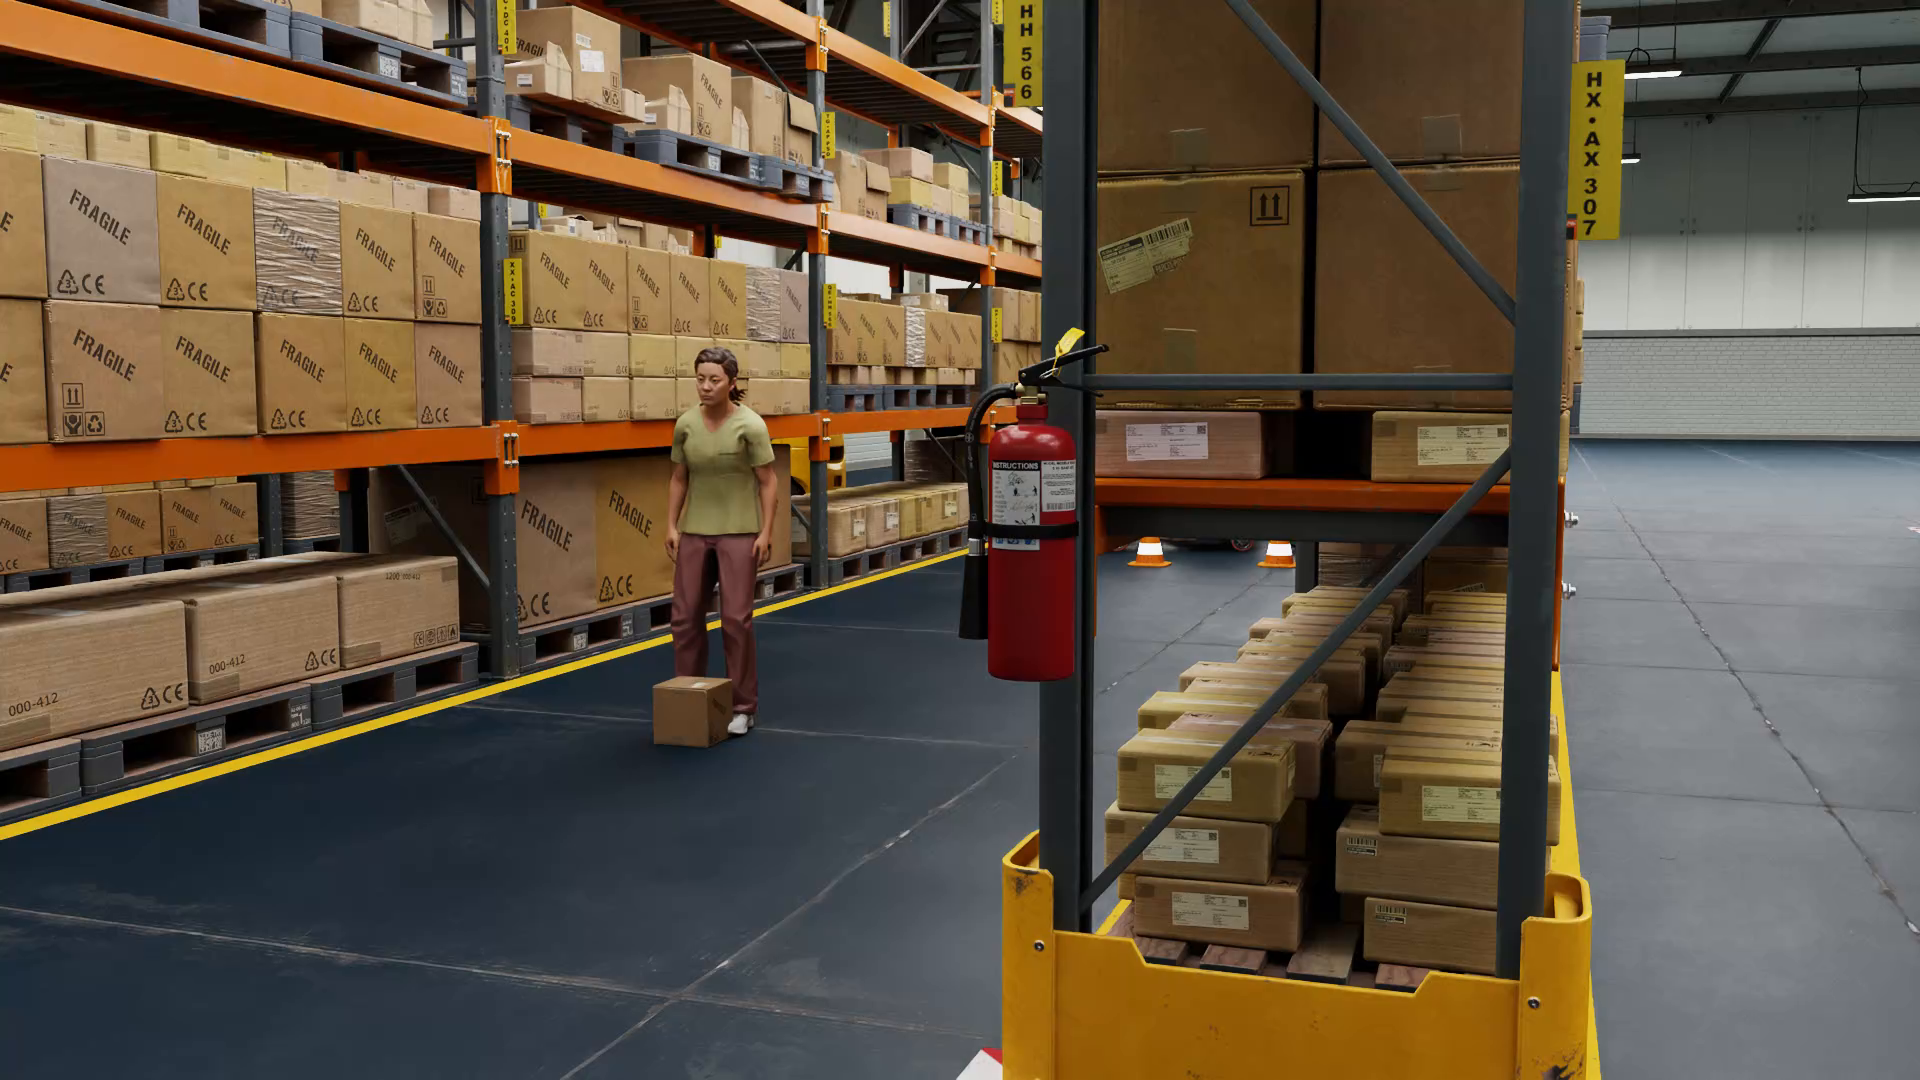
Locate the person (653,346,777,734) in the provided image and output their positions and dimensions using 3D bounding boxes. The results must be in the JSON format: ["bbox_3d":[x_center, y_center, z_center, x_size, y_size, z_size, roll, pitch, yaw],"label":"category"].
[{"bbox_3d":[-1.058,-0.002,7.231,0.512,1.671,0.364,1,5,15],"label":"person"}]
